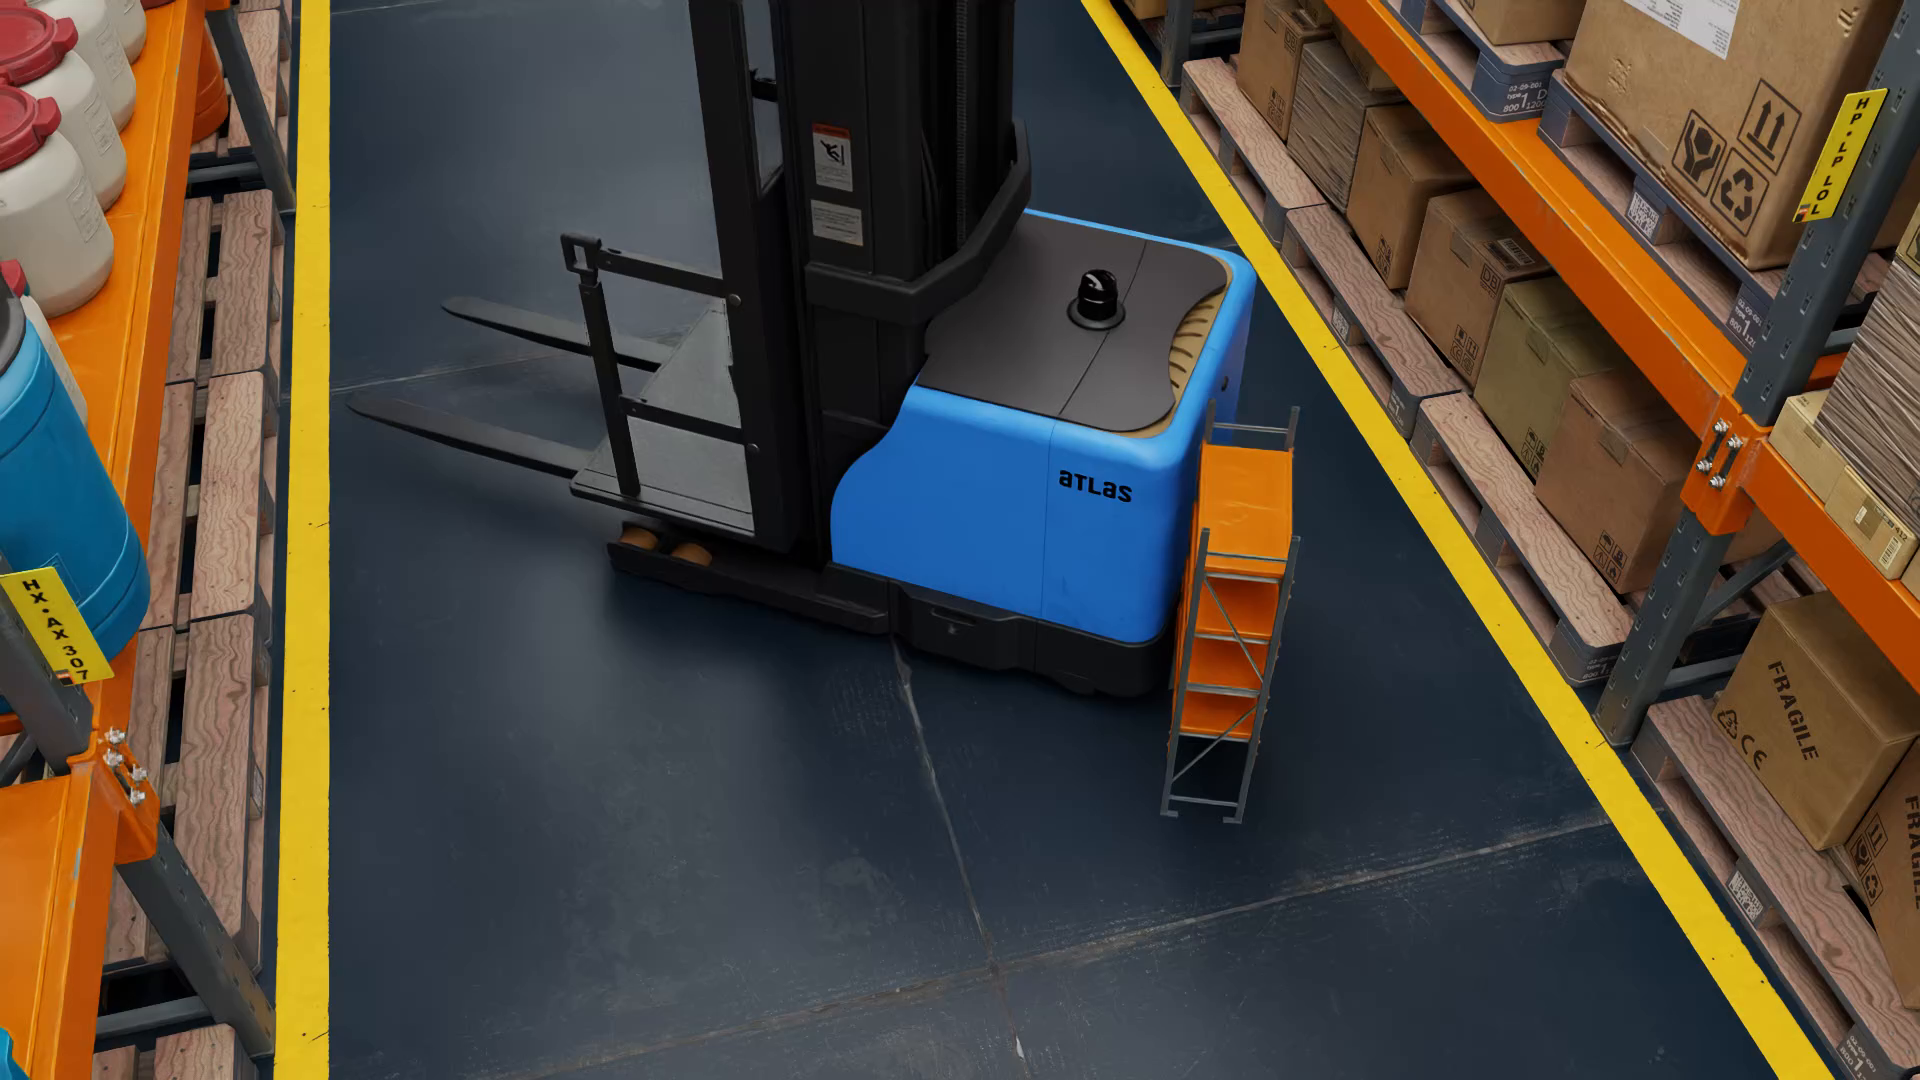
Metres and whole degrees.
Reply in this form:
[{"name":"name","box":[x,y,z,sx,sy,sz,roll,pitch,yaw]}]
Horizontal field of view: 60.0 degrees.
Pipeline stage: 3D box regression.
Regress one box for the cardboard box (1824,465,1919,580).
[{"name":"cardboard box","box":[2.288,-0.075,3.899,0.380,0.149,0.250,-11,47,-10]}]

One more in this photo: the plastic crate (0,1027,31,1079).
[{"name":"plastic crate","box":[-1.770,1.131,2.646,0.499,0.251,0.616,-11,47,-10]}]

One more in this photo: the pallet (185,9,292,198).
[{"name":"pallet","box":[-3.582,-1.958,7.521,1.003,0.211,1.213,-11,47,-10]}]

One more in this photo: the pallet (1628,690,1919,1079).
[{"name":"pallet","box":[2.678,0.892,4.728,1.003,0.211,1.213,-11,47,-10]}]

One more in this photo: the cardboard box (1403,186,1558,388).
[{"name":"cardboard box","box":[2.088,-0.967,6.040,0.700,0.500,0.500,-14,47,-14]}]

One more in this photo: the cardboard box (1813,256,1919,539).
[{"name":"cardboard box","box":[2.528,-0.358,3.723,0.875,0.500,0.500,-11,47,-10]}]

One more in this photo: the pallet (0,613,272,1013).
[{"name":"pallet","box":[-2.554,0.805,4.813,1.003,0.211,1.213,-11,47,-10]}]

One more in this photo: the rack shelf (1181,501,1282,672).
[{"name":"rack shelf","box":[0.749,0.122,4.571,0.258,0.148,0.480,6,46,6]}]

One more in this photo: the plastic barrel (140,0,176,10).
[{"name":"plastic barrel","box":[-2.928,-2.180,5.691,0.600,0.536,0.708,-11,47,-10]}]

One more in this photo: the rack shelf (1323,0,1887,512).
[{"name":"rack shelf","box":[1.960,-1.670,5.790,1.077,0.370,4.000,-11,47,-10]}]

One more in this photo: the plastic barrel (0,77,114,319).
[{"name":"plastic barrel","box":[-2.536,-0.890,4.427,0.433,0.535,0.433,0,46,0]}]

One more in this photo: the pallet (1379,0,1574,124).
[{"name":"pallet","box":[1.995,-1.876,5.623,1.003,0.211,1.213,-11,47,-10]}]

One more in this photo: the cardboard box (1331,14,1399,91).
[{"name":"cardboard box","box":[1.794,-2.023,6.549,0.500,0.250,0.500,-6,46,-6]}]

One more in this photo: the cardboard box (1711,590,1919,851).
[{"name":"cardboard box","box":[2.536,0.470,4.645,0.500,0.500,0.500,-12,47,-12]}]

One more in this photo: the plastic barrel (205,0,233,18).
[{"name":"plastic barrel","box":[-3.770,-2.815,7.802,0.600,0.588,0.708,-11,47,-10]}]

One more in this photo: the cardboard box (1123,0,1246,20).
[{"name":"cardboard box","box":[1.292,-3.186,7.966,1.225,0.875,0.875,-13,47,-12]}]

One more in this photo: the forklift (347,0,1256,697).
[{"name":"forklift","box":[-0.648,-1.194,4.868,3.031,2.935,1.130,15,47,14]}]

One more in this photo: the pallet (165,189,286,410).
[{"name":"pallet","box":[-3.179,-0.879,6.464,1.003,0.211,1.213,-11,47,-10]}]

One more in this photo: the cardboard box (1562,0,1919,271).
[{"name":"cardboard box","box":[2.404,-1.472,4.379,1.000,1.000,1.000,-10,46,-10]}]

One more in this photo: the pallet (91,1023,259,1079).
[{"name":"pallet","box":[-2.184,1.812,3.827,1.003,0.211,1.213,-11,47,-10]}]

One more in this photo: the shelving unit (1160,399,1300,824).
[{"name":"shelving unit","box":[0.749,0.232,4.683,0.258,1.200,0.503,6,46,6]}]

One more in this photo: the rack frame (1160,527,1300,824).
[{"name":"rack frame","box":[0.715,0.404,4.514,0.240,1.200,0.015,6,46,6]}]

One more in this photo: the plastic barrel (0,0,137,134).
[{"name":"plastic barrel","box":[-2.762,-1.474,5.016,0.421,0.512,0.421,0,46,0]}]

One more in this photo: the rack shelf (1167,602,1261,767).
[{"name":"rack shelf","box":[0.749,0.418,4.873,0.258,0.148,0.480,6,46,6]}]

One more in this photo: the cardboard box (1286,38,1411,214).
[{"name":"cardboard box","box":[1.794,-1.742,6.799,0.700,0.500,0.500,-14,47,-14]}]

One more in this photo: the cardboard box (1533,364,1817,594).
[{"name":"cardboard box","box":[2.336,-0.248,5.335,0.700,0.500,0.500,-14,47,-13]}]

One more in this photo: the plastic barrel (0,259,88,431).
[{"name":"plastic barrel","box":[-2.349,-0.384,3.931,0.433,0.535,0.433,0,46,0]}]

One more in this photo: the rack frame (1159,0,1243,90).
[{"name":"rack frame","box":[1.448,-3.303,6.887,1.000,3.000,0.127,-11,47,-10]}]

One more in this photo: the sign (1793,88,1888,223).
[{"name":"sign","box":[1.937,-0.842,3.665,0.100,0.325,0.005,-11,47,-10]}]

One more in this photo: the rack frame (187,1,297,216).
[{"name":"rack frame","box":[-3.340,-2.397,5.999,1.000,3.000,0.127,-11,47,-10]}]

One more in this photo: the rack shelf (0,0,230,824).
[{"name":"rack shelf","box":[-2.828,-0.765,4.903,1.077,0.370,4.000,-11,47,-10]}]

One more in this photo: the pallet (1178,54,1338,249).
[{"name":"pallet","box":[1.647,-1.787,7.353,1.003,0.211,1.213,-11,47,-10]}]
